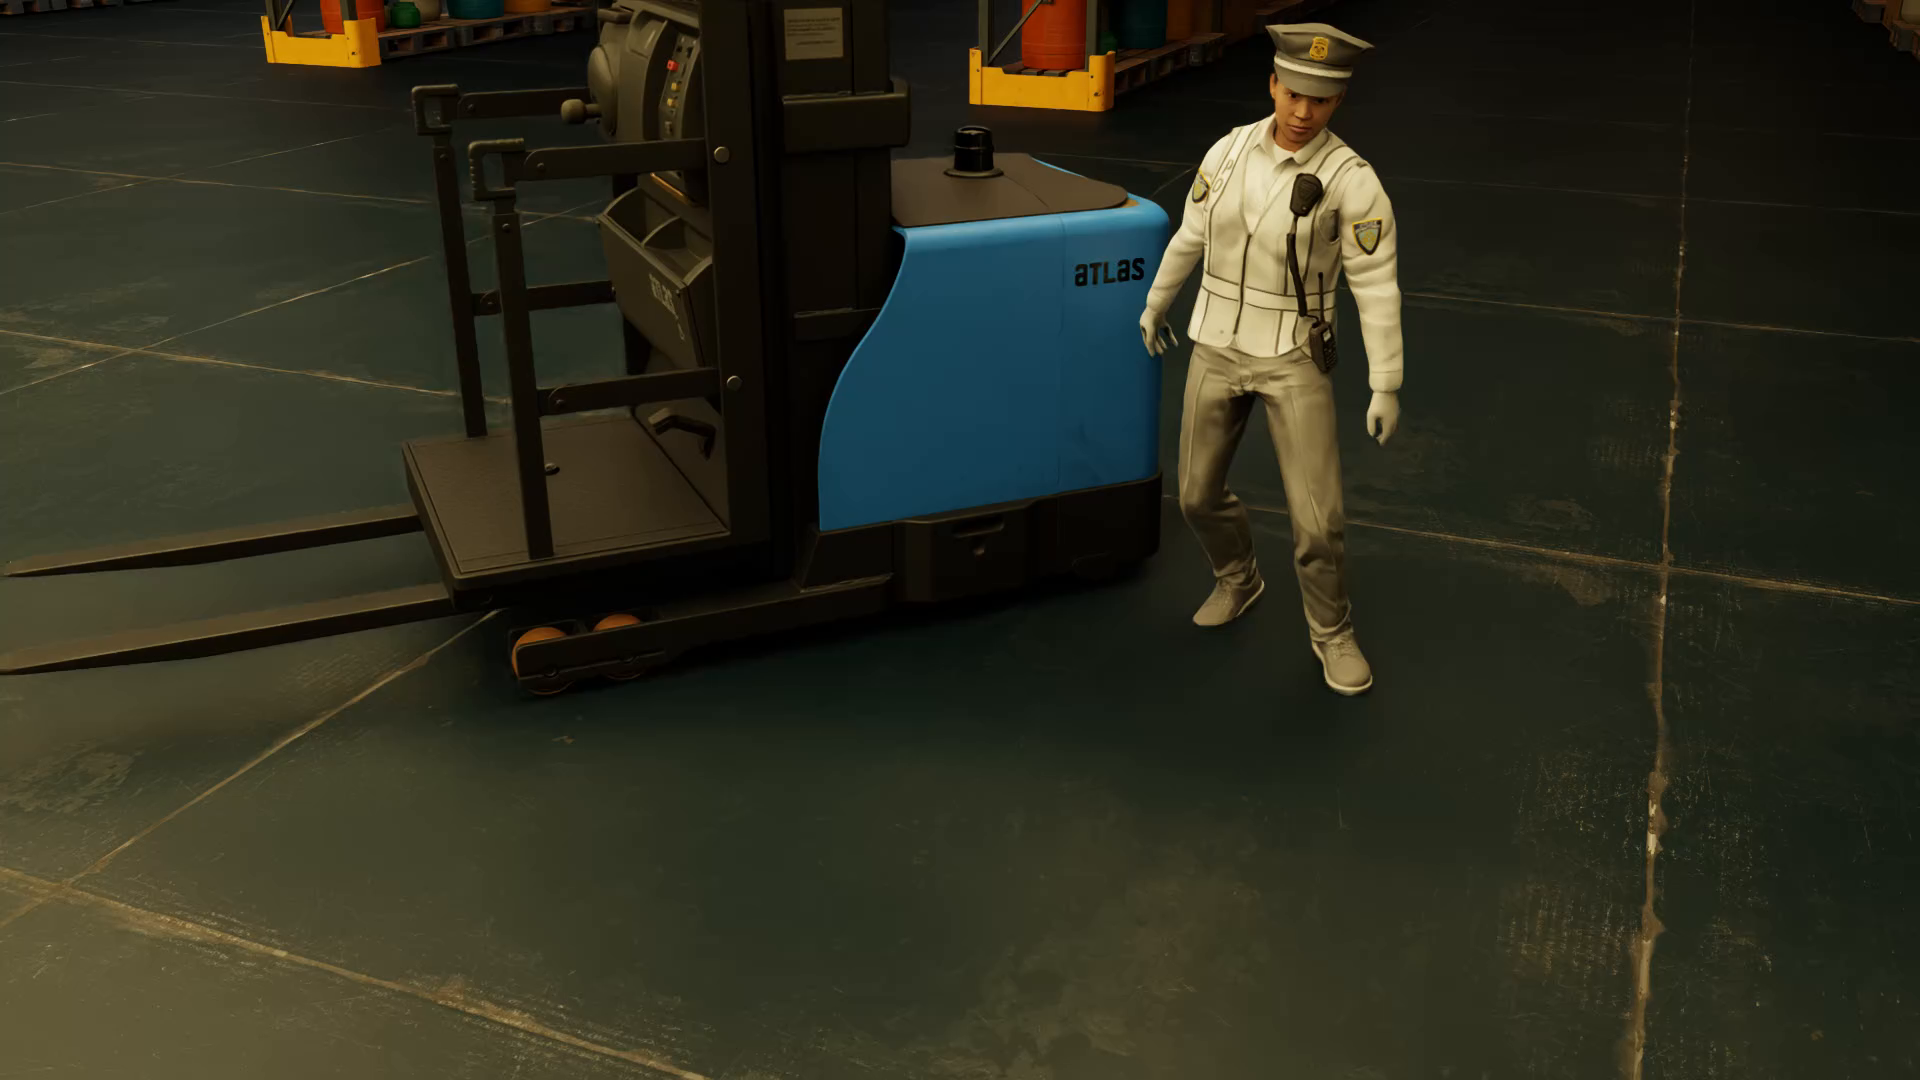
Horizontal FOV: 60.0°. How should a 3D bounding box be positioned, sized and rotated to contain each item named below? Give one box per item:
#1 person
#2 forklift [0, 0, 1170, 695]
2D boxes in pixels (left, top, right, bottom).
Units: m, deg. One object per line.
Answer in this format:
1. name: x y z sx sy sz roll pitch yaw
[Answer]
1. person: 0.780 -0.458 4.182 0.802 1.644 0.454 19 29 37
2. forklift: -0.982 -1.196 4.153 3.031 2.935 1.130 -10 25 -22
